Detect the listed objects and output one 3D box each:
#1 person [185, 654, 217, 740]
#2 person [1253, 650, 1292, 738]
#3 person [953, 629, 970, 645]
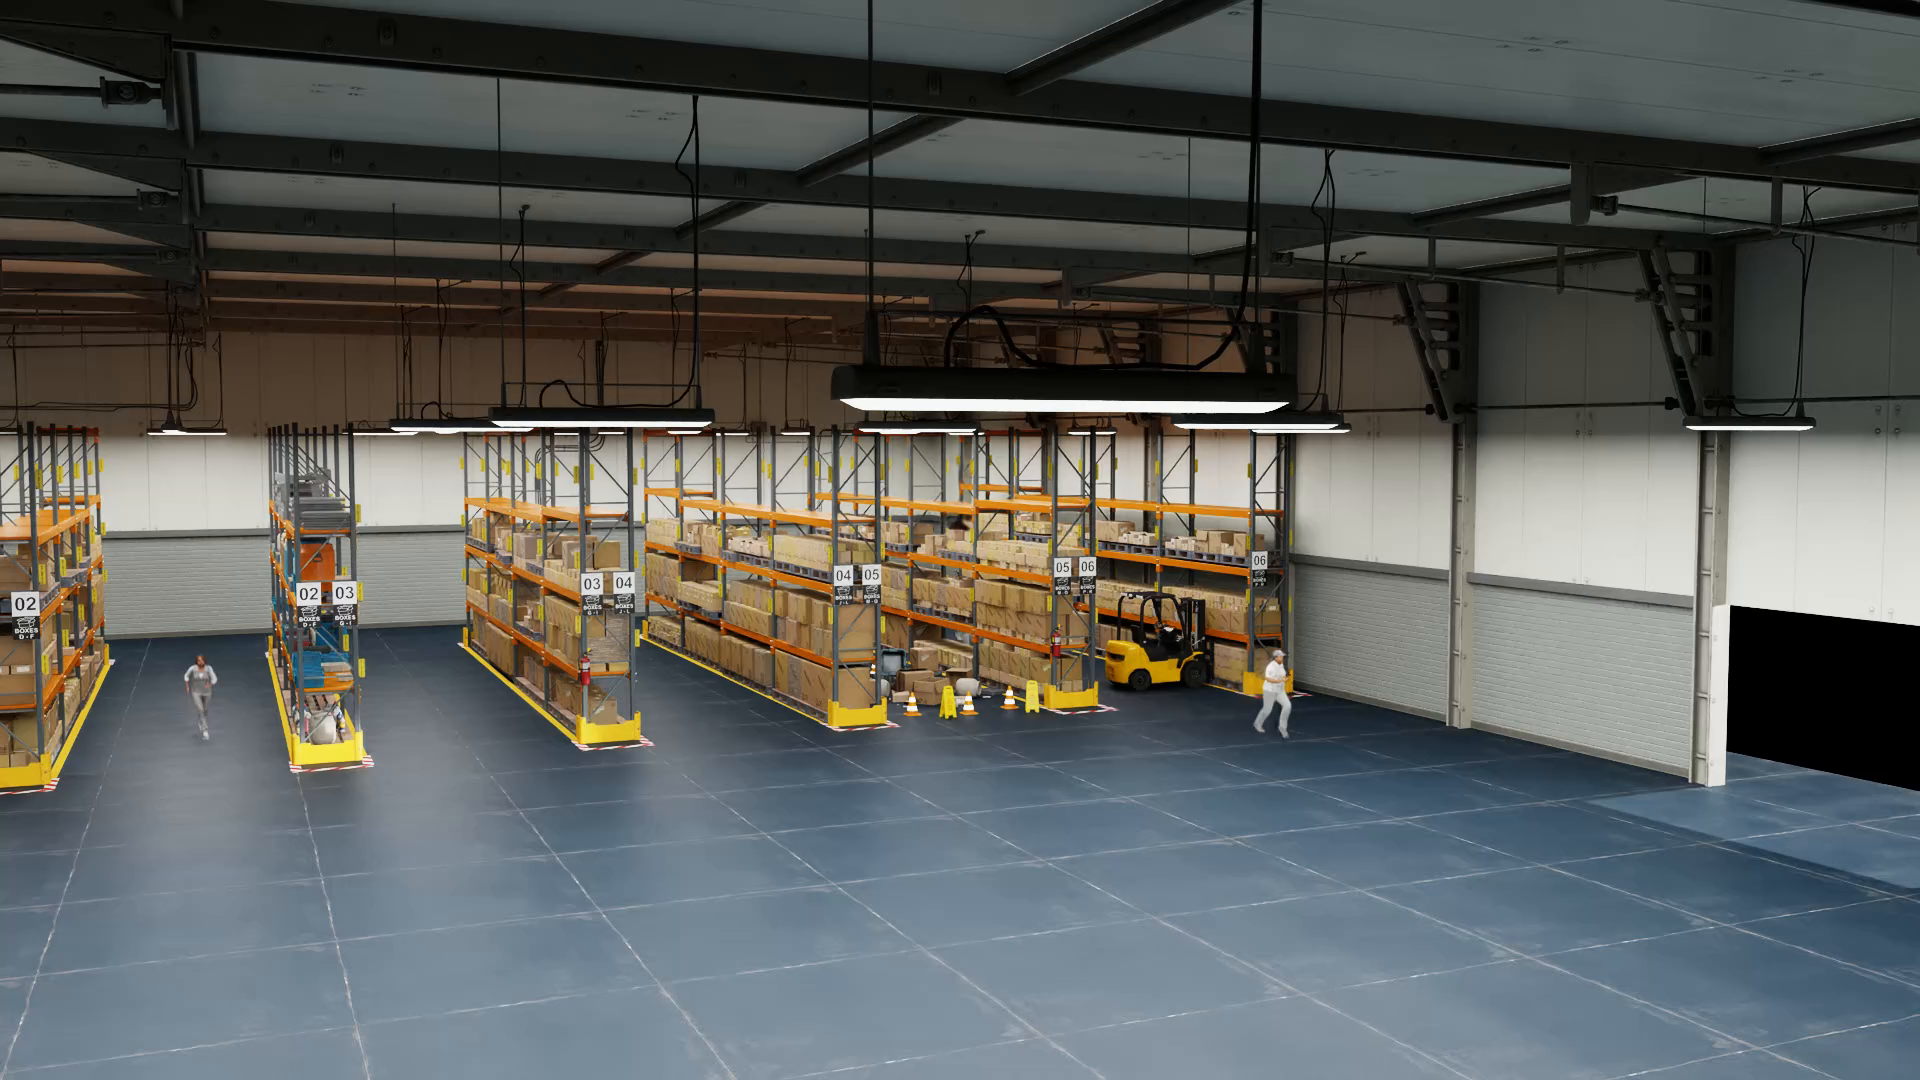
[{"bbox_3d":[-14.553,2.977,31.907,0.557,1.597,0.928,-2,4,-29],"label":"person"},{"bbox_3d":[6.012,2.951,32.012,0.626,1.707,0.832,-3,5,-44],"label":"person"},{"bbox_3d":[0.039,2.098,45.106,0.741,1.795,0.735,-1,4,-22],"label":"person"}]
